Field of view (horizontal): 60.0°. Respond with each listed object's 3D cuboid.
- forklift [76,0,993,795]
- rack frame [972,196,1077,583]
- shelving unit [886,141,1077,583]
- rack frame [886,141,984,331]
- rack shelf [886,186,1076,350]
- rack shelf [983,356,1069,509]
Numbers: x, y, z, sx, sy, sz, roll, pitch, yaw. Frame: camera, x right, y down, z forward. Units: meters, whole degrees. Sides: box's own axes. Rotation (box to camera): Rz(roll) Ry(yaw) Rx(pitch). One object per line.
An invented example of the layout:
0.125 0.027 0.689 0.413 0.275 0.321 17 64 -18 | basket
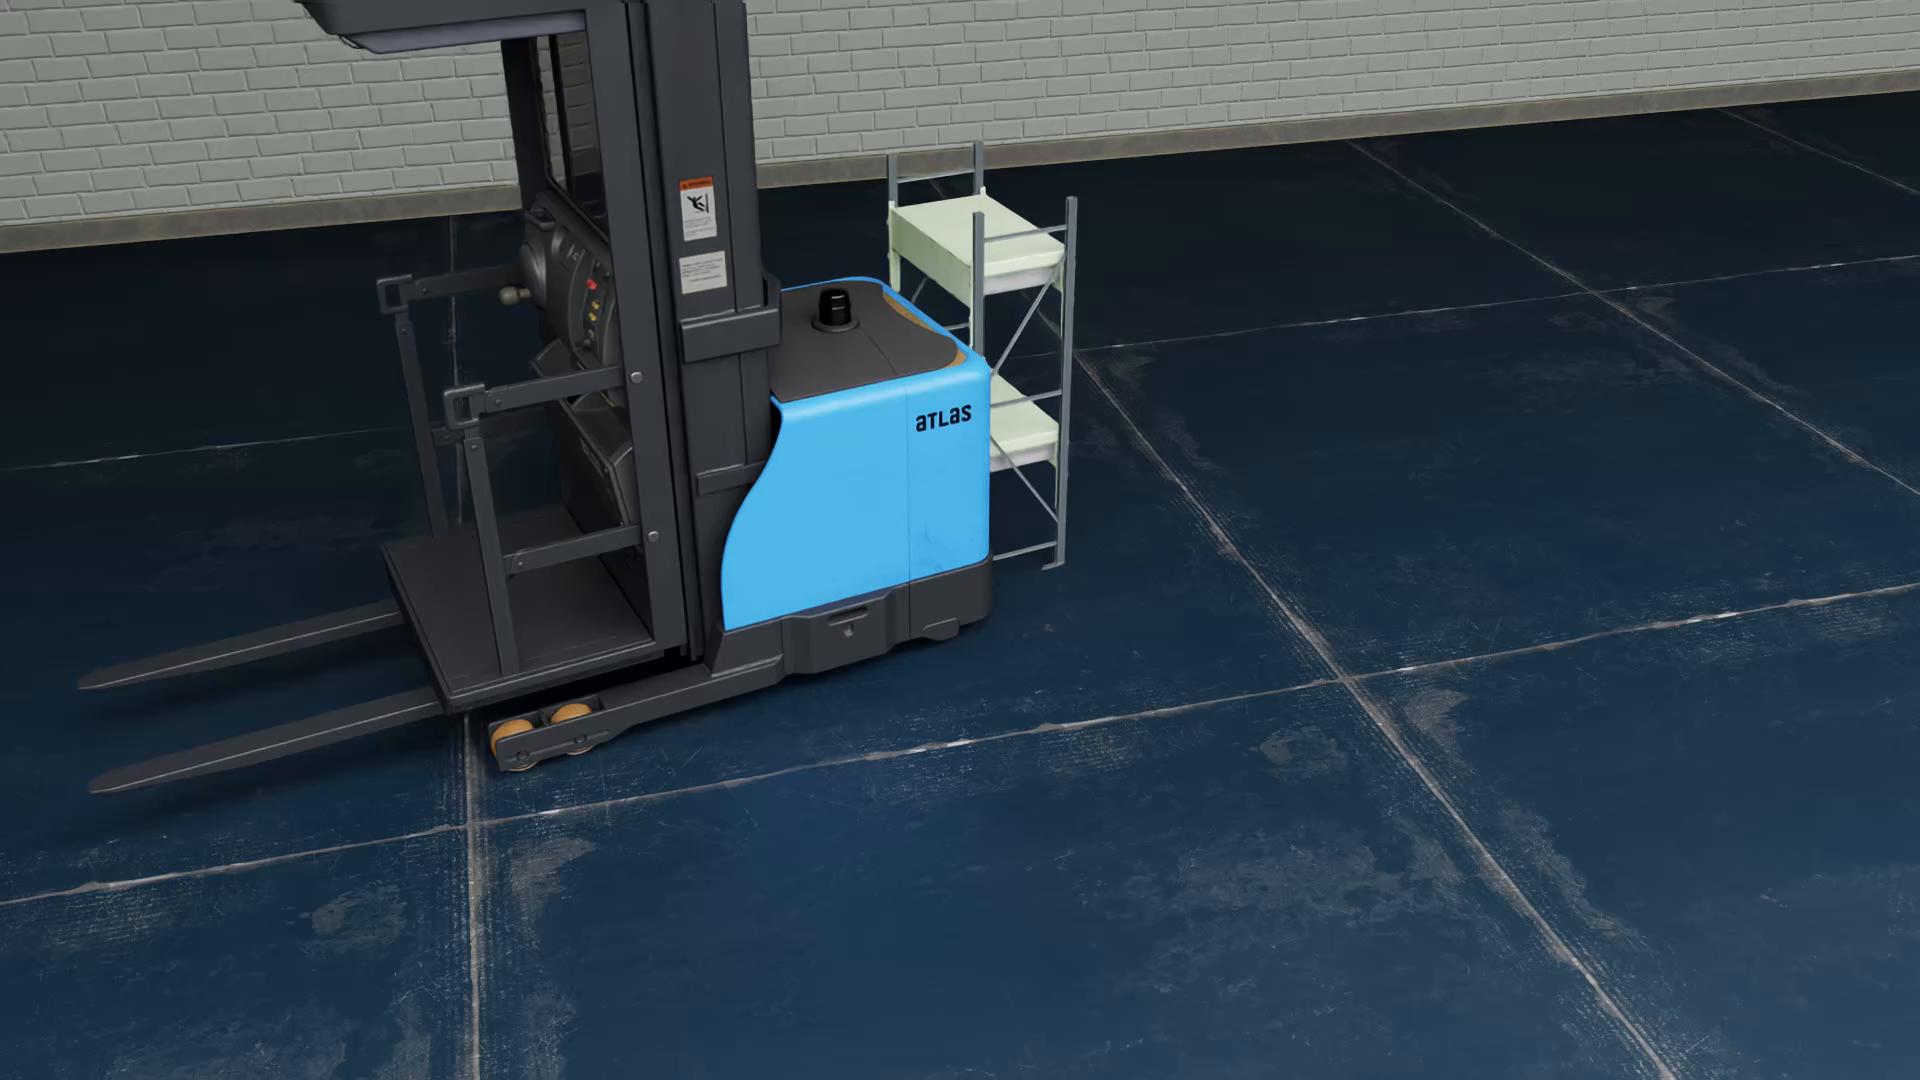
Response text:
-1.428 -0.814 5.231 3.031 2.935 1.130 -15 33 -24 | forklift
0.228 -0.512 6.138 0.400 1.500 0.023 -14 33 -22 | rack frame
0.067 -0.677 6.423 0.431 1.500 0.755 -14 33 -22 | shelving unit
-0.093 -0.842 6.707 0.400 1.500 0.023 -14 33 -22 | rack frame
0.067 -1.015 6.227 0.431 0.370 0.720 -14 33 -22 | rack shelf
0.067 -0.395 6.586 0.431 0.370 0.720 -14 33 -22 | rack shelf
